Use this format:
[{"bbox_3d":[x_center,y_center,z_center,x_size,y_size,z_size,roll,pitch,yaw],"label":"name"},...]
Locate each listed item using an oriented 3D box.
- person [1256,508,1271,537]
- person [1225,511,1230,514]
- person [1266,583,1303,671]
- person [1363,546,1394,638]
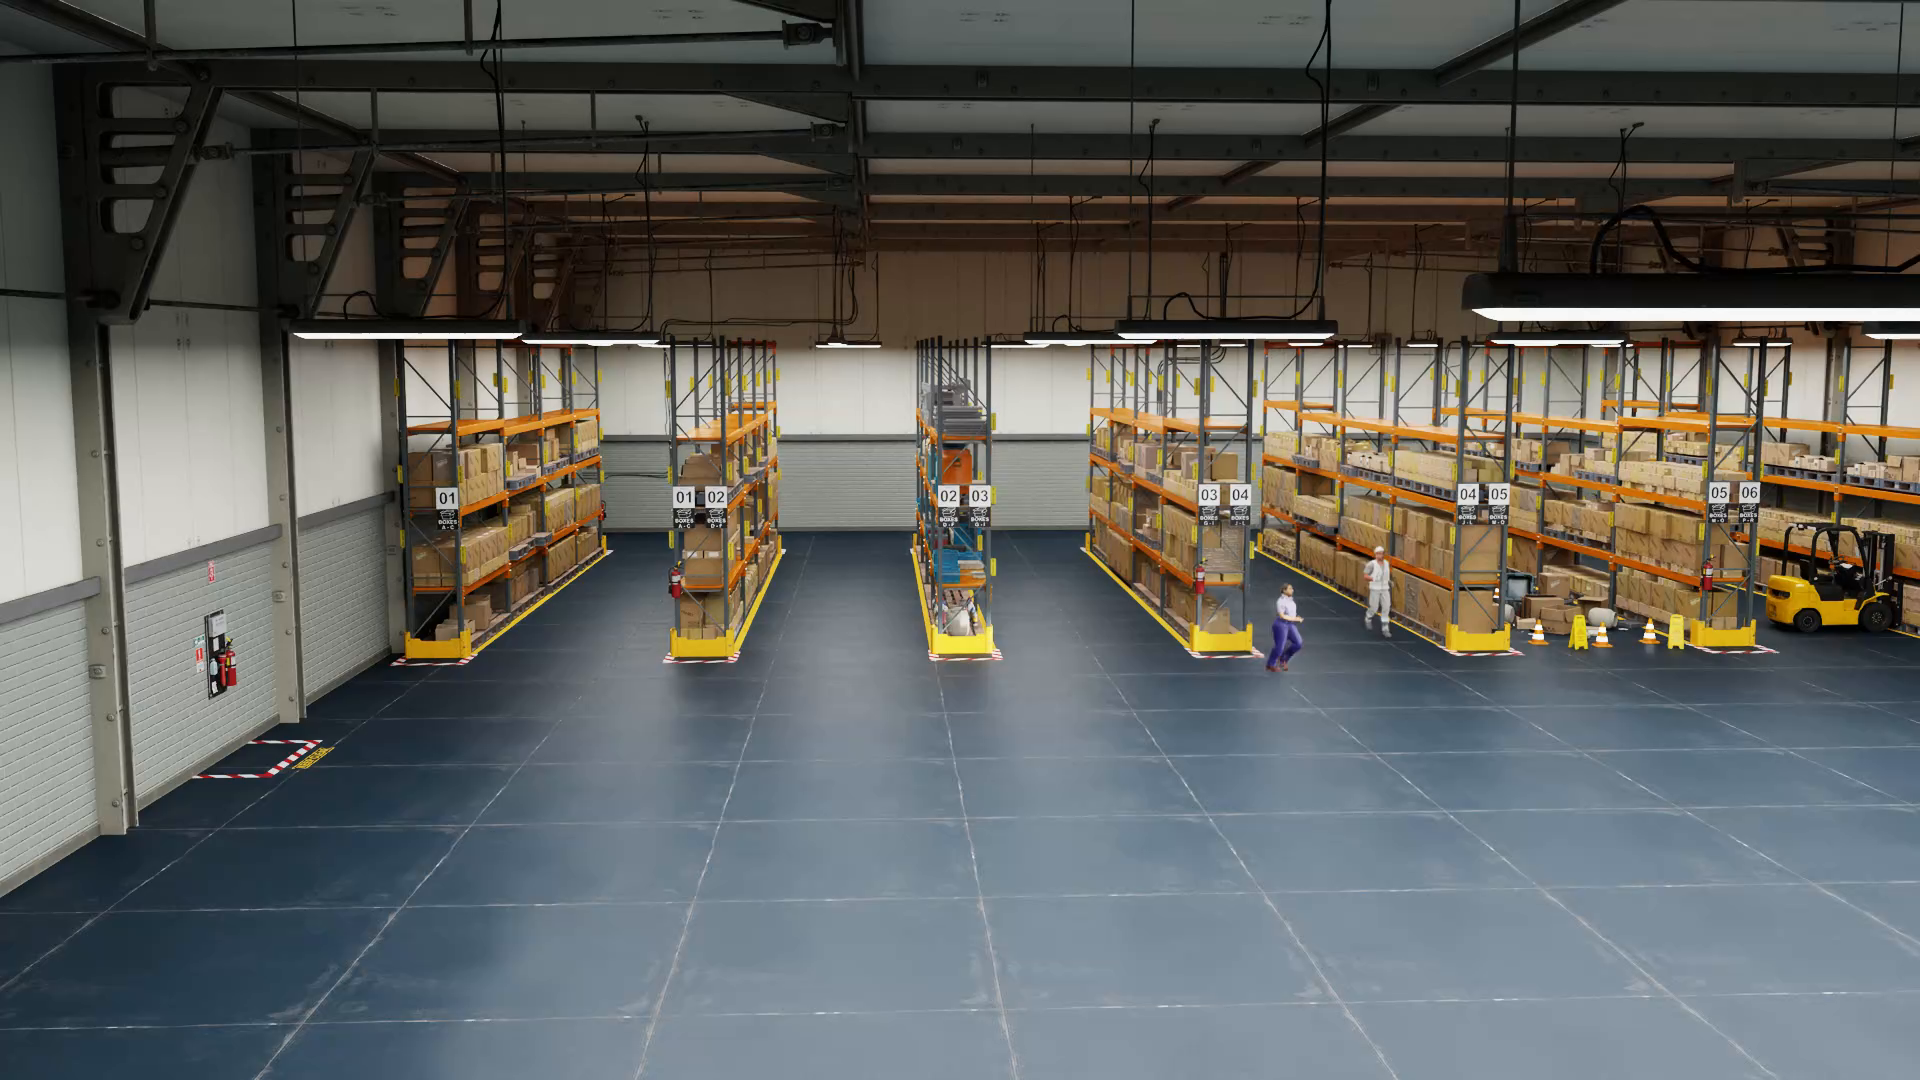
[{"bbox_3d":[9.023,-0.679,49.257,0.570,1.608,0.704,3,7,22],"label":"person"},{"bbox_3d":[7.463,-0.301,45.512,0.627,1.818,0.877,0,6,-3],"label":"person"},{"bbox_3d":[5.806,1.556,29.593,0.724,1.615,0.577,5,8,39],"label":"person"},{"bbox_3d":[8.415,1.017,33.401,0.654,1.783,0.988,-1,7,-10],"label":"person"}]
